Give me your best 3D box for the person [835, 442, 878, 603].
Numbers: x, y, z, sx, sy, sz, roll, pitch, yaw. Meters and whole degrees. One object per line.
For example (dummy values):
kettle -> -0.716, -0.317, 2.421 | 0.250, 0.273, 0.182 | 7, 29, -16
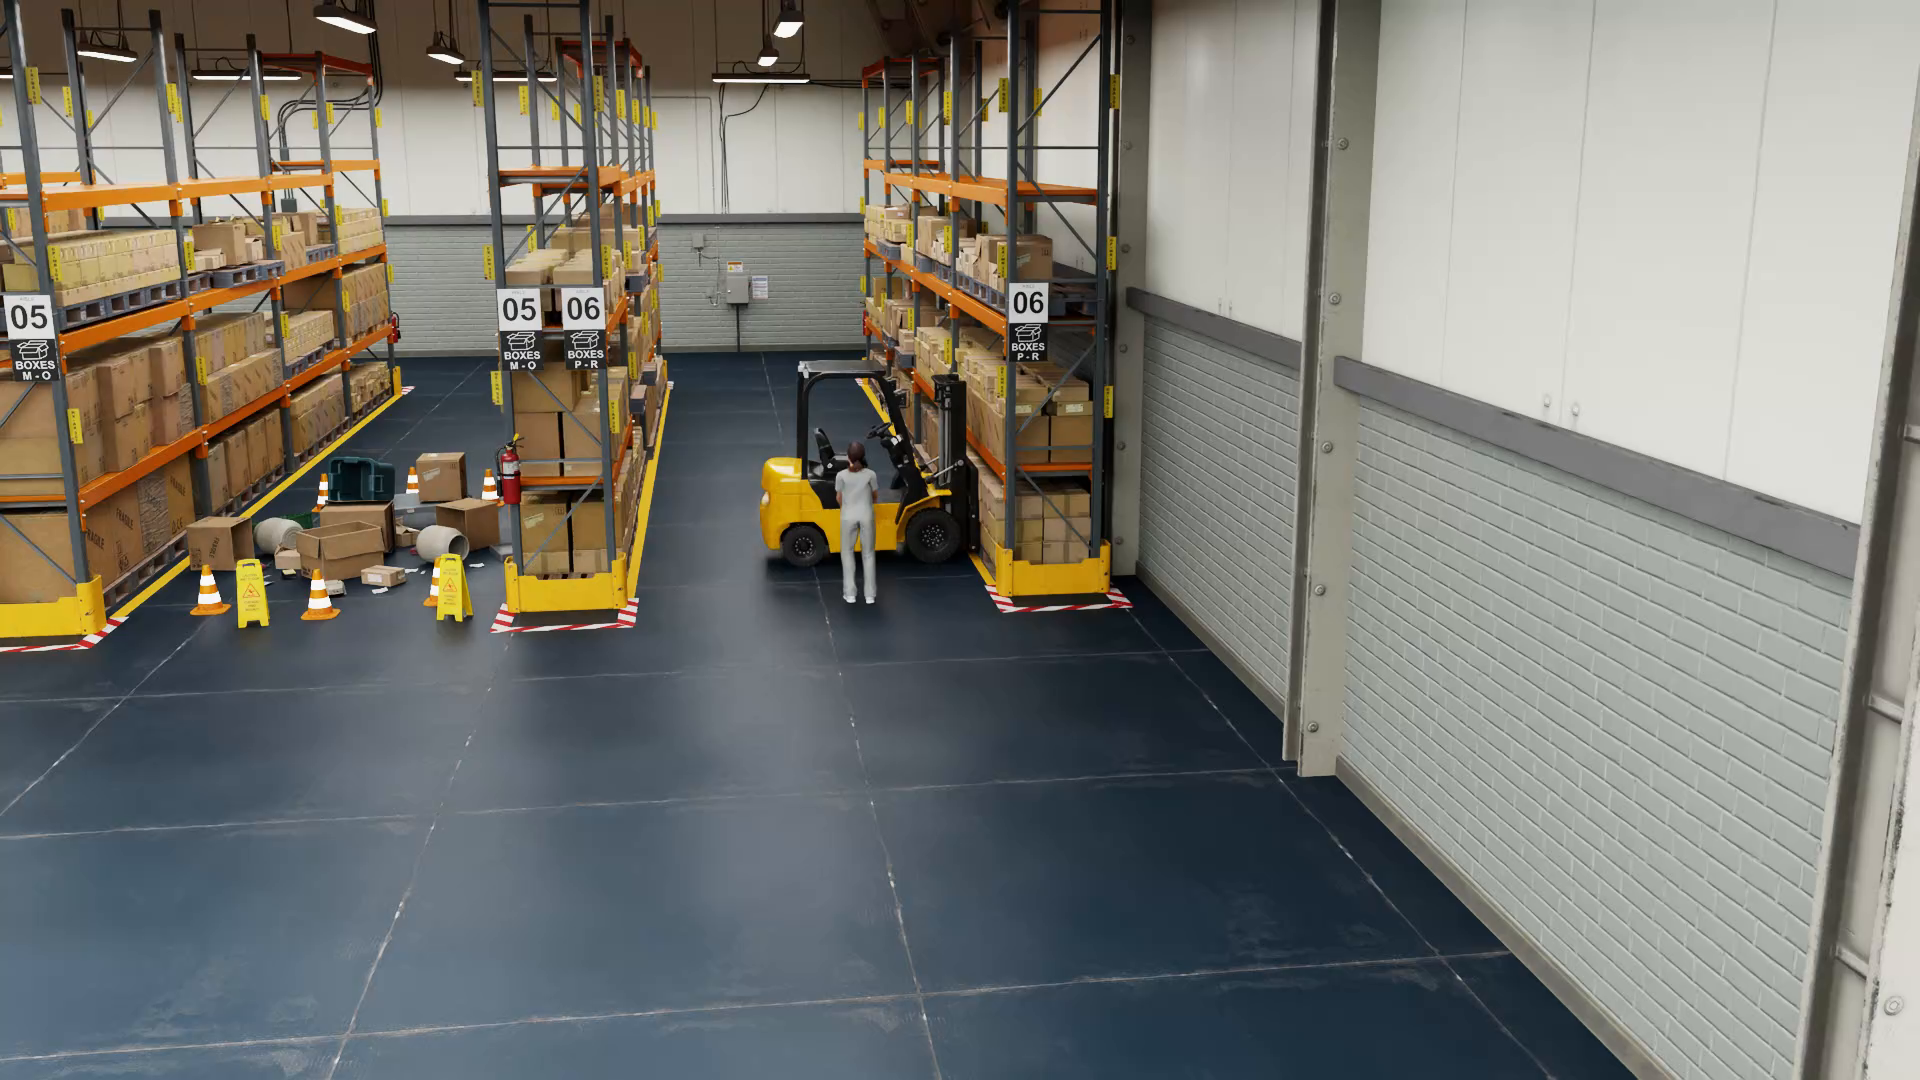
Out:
person -> -1.042, -0.192, 16.834 | 0.436, 1.662, 0.554 | -2, 13, -7
